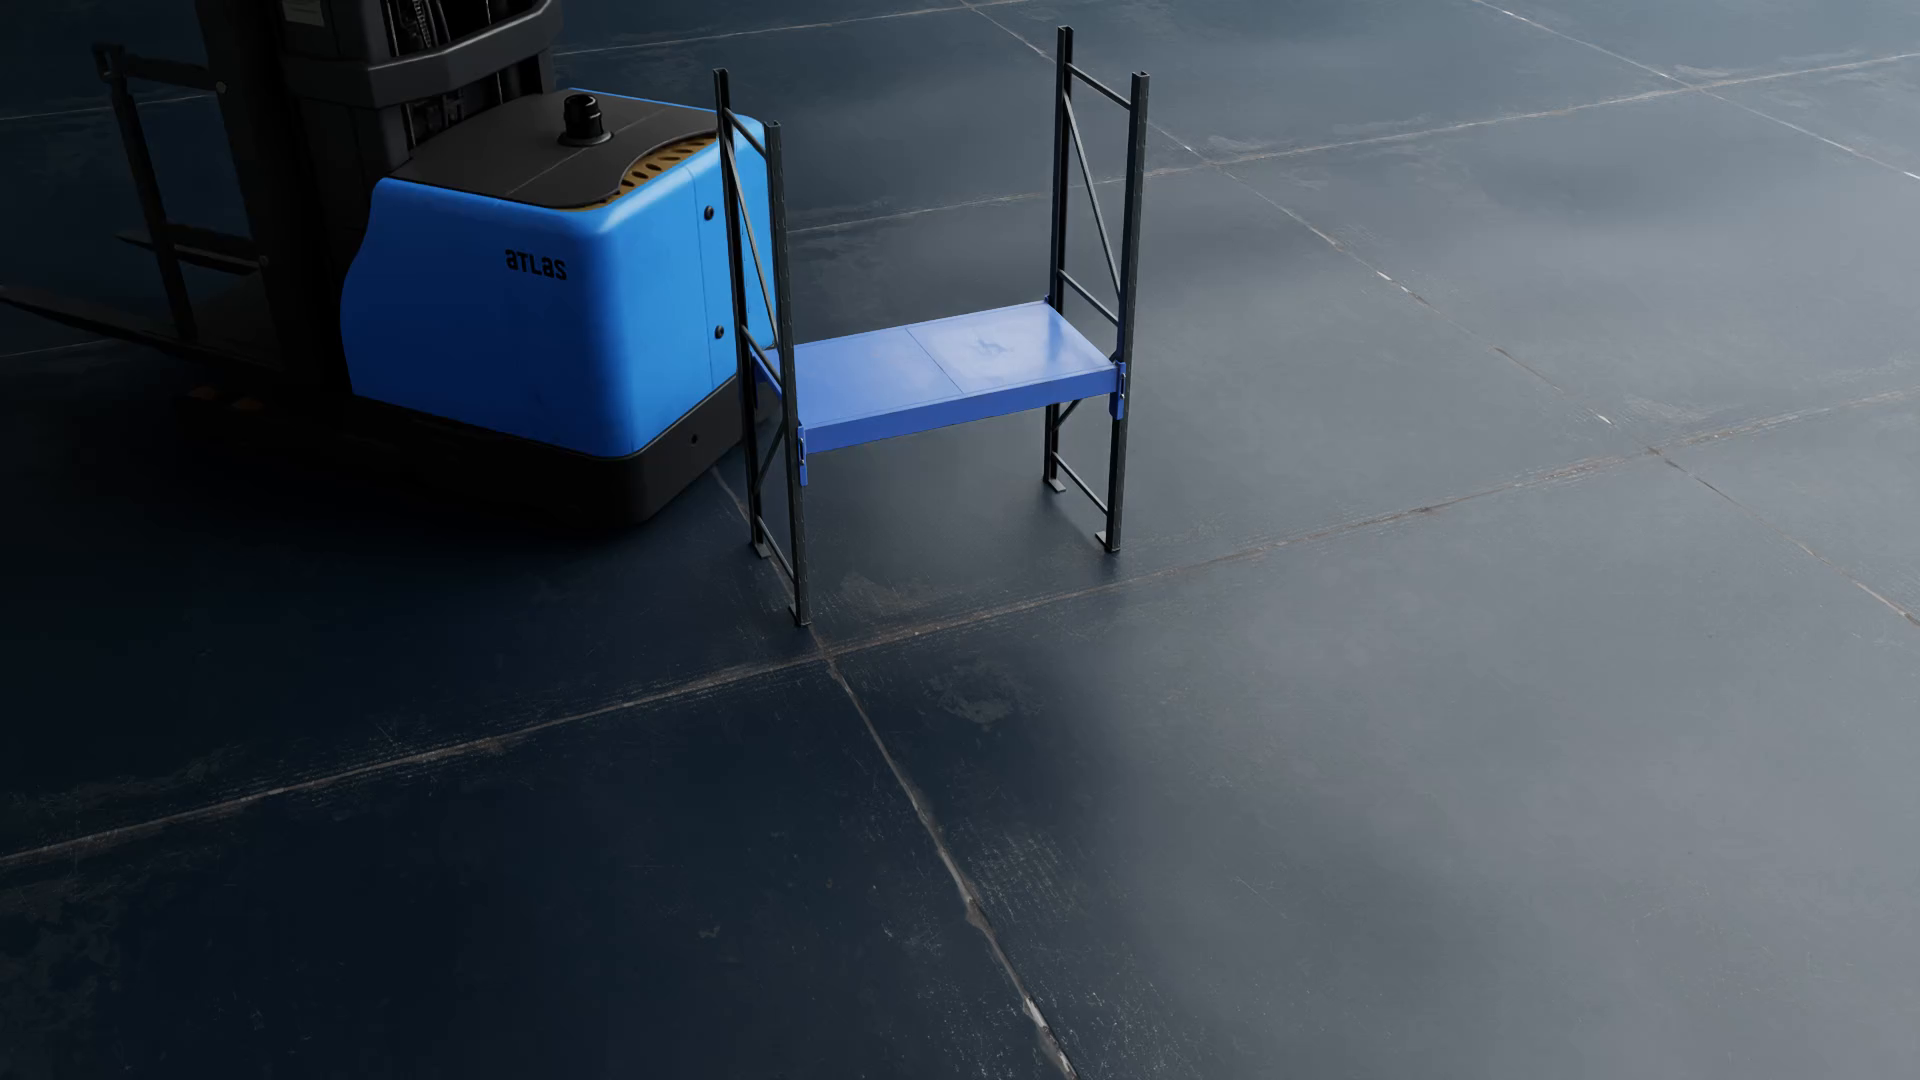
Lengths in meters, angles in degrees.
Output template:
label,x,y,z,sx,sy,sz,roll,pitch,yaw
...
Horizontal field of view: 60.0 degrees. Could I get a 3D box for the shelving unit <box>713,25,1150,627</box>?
label,x,y,z,sx,sy,sz,roll,pitch,yaw
shelving unit,-0.079,-0.611,4.813,1.048,1.500,0.538,-13,35,-19

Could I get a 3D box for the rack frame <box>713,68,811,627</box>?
label,x,y,z,sx,sy,sz,roll,pitch,yaw
rack frame,-0.547,-0.503,4.648,0.032,1.500,0.500,-13,35,-19

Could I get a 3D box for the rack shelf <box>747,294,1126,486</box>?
label,x,y,z,sx,sy,sz,roll,pitch,yaw
rack shelf,-0.079,-0.460,4.911,1.000,0.185,0.538,-13,35,-19

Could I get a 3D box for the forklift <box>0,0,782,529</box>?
label,x,y,z,sx,sy,sz,roll,pitch,yaw
forklift,-2.168,-1.797,5.325,3.031,2.935,1.130,14,36,21

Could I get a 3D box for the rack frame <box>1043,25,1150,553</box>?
label,x,y,z,sx,sy,sz,roll,pitch,yaw
rack frame,0.390,-0.718,4.978,0.032,1.500,0.500,-13,35,-19
